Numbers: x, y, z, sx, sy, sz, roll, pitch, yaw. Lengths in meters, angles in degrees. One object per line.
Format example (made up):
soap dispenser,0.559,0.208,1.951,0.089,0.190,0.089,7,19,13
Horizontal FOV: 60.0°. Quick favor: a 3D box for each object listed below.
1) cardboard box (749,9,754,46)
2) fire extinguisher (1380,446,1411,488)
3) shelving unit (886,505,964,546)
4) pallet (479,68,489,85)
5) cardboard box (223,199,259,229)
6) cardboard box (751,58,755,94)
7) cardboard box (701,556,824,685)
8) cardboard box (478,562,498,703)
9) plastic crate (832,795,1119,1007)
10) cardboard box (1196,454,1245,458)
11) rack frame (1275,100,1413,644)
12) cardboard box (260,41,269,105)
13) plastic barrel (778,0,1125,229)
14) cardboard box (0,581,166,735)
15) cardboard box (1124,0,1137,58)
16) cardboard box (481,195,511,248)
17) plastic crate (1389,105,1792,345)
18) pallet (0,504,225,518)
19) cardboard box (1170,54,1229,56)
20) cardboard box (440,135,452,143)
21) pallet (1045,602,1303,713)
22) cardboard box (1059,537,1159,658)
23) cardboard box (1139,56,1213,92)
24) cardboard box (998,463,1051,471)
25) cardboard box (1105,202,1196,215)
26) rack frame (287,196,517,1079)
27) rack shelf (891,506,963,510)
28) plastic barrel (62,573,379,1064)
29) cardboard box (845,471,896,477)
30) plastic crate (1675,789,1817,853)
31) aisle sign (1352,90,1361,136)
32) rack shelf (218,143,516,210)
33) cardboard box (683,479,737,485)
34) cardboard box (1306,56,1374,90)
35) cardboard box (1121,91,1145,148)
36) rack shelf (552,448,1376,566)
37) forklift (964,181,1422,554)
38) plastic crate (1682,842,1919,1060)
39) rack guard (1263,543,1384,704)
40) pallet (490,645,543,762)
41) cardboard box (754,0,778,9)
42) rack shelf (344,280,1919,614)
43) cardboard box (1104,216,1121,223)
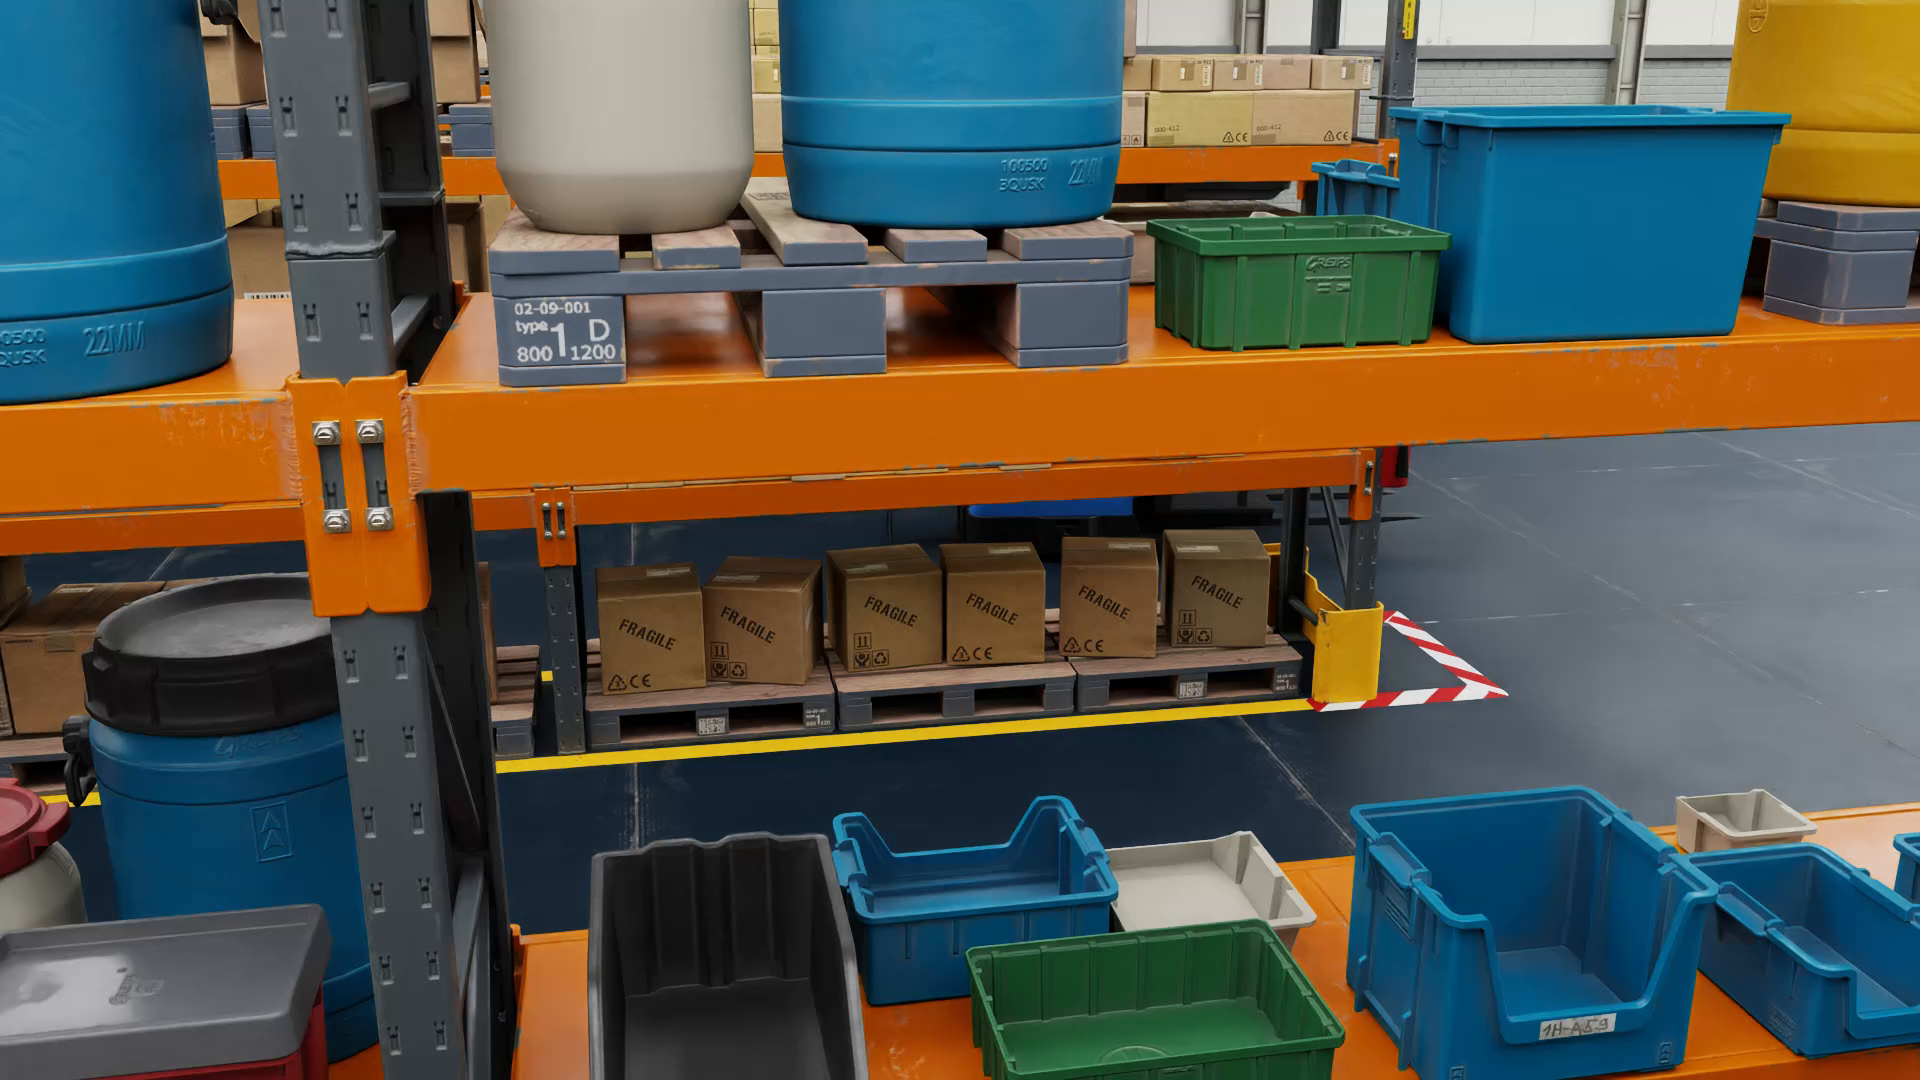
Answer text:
cardboard box,-1.765,-3.711,12.038,0.500,0.250,0.500,-3,17,-11
fire extinguisher,2.176,-0.606,8.309,0.183,0.674,0.296,-3,17,-10
shelving unit,-0.235,-0.567,11.115,0.503,1.200,0.258,-2,17,-7
pallet,-4.458,-4.744,16.860,1.003,0.211,1.213,-3,17,-10
cardboard box,-5.278,-2.365,12.031,0.500,0.500,0.700,-4,17,-11
cardboard box,-1.054,-2.073,7.418,0.250,0.149,0.380,-3,17,-10
cardboard box,-0.990,0.402,8.435,0.500,0.500,0.500,2,17,7
cardboard box,-2.558,0.466,8.195,0.500,0.500,0.700,-5,18,-15
plastic crate,0.023,0.812,3.813,0.616,0.251,0.499,-3,17,-10
cardboard box,1.254,-0.532,8.362,0.250,0.149,0.380,-3,17,-10
rack frame,1.976,-0.770,8.709,0.127,3.000,1.000,-3,17,-10
cardboard box,-2.855,-2.036,7.237,0.258,0.266,0.396,-3,17,-8
plastic barrel,-0.014,-1.018,2.840,0.708,0.901,0.600,-3,17,-10
cardboard box,-4.127,0.549,7.923,0.500,0.500,0.700,-2,17,-6
cardboard box,0.502,-2.473,7.619,0.500,0.500,0.500,-3,17,-10
cardboard box,-3.280,-2.479,12.401,0.500,0.500,0.700,-4,17,-11
plastic crate,1.100,-0.575,2.994,0.575,0.384,0.392,-3,17,-10
pallet,-3.943,-0.355,7.684,1.213,0.211,1.003,-3,17,-10
cardboard box,1.164,-2.338,8.282,0.250,0.149,0.380,-4,17,-11
cardboard box,-5.181,-3.950,16.565,0.250,0.149,0.380,-4,18,-13
pallet,1.097,0.602,8.991,1.213,0.211,1.003,-3,17,-10
cardboard box,0.779,0.297,8.777,0.500,0.500,0.500,1,17,4
cardboard box,0.995,-2.169,7.732,0.250,0.149,0.380,-3,17,-10
cardboard box,0.282,-0.461,8.130,0.250,0.149,0.380,-3,17,-10
cardboard box,0.892,-1.460,8.576,0.500,0.500,0.500,-3,17,-10
rack frame,-1.012,0.881,3.335,0.127,3.000,1.000,-3,17,-10
rack shelf,-0.235,-0.313,11.193,0.480,0.148,0.258,-2,17,-7
plastic barrel,-1.449,0.575,3.476,0.708,0.901,0.600,-3,17,-10
cardboard box,-0.461,-0.429,8.027,0.250,0.149,0.380,-3,17,-10
plastic crate,1.976,0.741,4.239,0.250,0.136,0.298,-3,17,-10
aisle sign,1.980,-2.102,8.621,0.004,0.787,0.394,-3,17,-10
rack shelf,-3.915,-1.526,7.287,4.000,0.370,1.077,-3,17,-10
cardboard box,-1.195,-0.384,7.882,0.250,0.149,0.380,-3,17,-10
cardboard box,1.762,-2.217,7.889,0.250,0.149,0.380,-3,17,-10
cardboard box,0.556,-1.977,7.787,0.500,0.250,0.500,-3,17,-9
rack shelf,0.012,-0.315,8.452,4.000,0.370,1.077,-3,17,-10
forklift,1.546,-1.420,10.944,3.031,2.935,1.130,-1,17,-2
plastic crate,1.842,0.878,3.599,0.408,0.251,0.499,-3,17,-10
rack guard,1.901,0.429,9.063,0.348,0.500,1.175,-3,17,-10
pallet,-2.716,0.830,8.251,1.213,0.211,1.003,-3,17,-10
cardboard box,-1.371,-3.906,11.994,0.250,0.149,0.380,-3,17,-10
rack shelf,0.952,-0.321,3.363,4.000,0.370,1.077,-3,17,-10
cardboard box,0.502,-1.279,7.988,0.500,0.500,0.500,-3,17,-10
